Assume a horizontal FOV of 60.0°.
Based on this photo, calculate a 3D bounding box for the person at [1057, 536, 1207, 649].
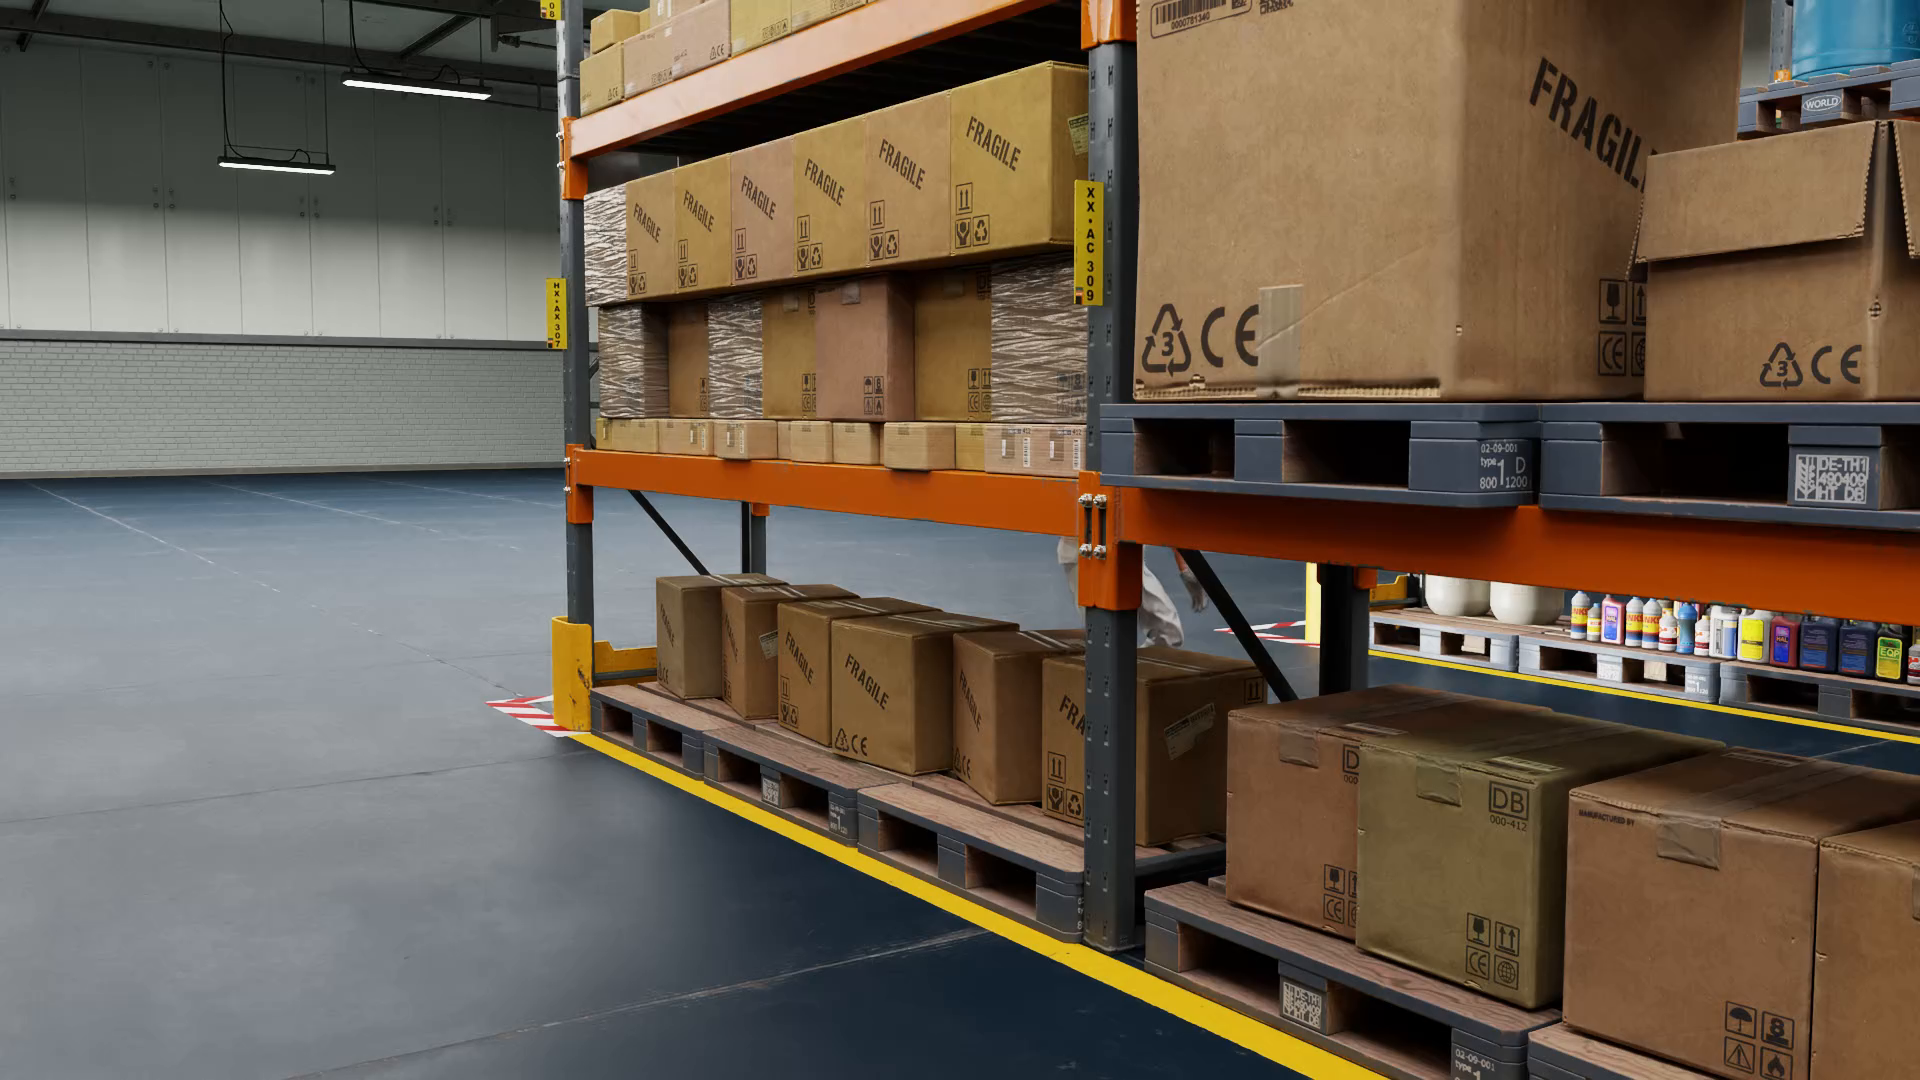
[{"bbox_3d":[0.791,0.148,7.567,0.579,1.500,0.710,-3,5,-33],"label":"person"}]
